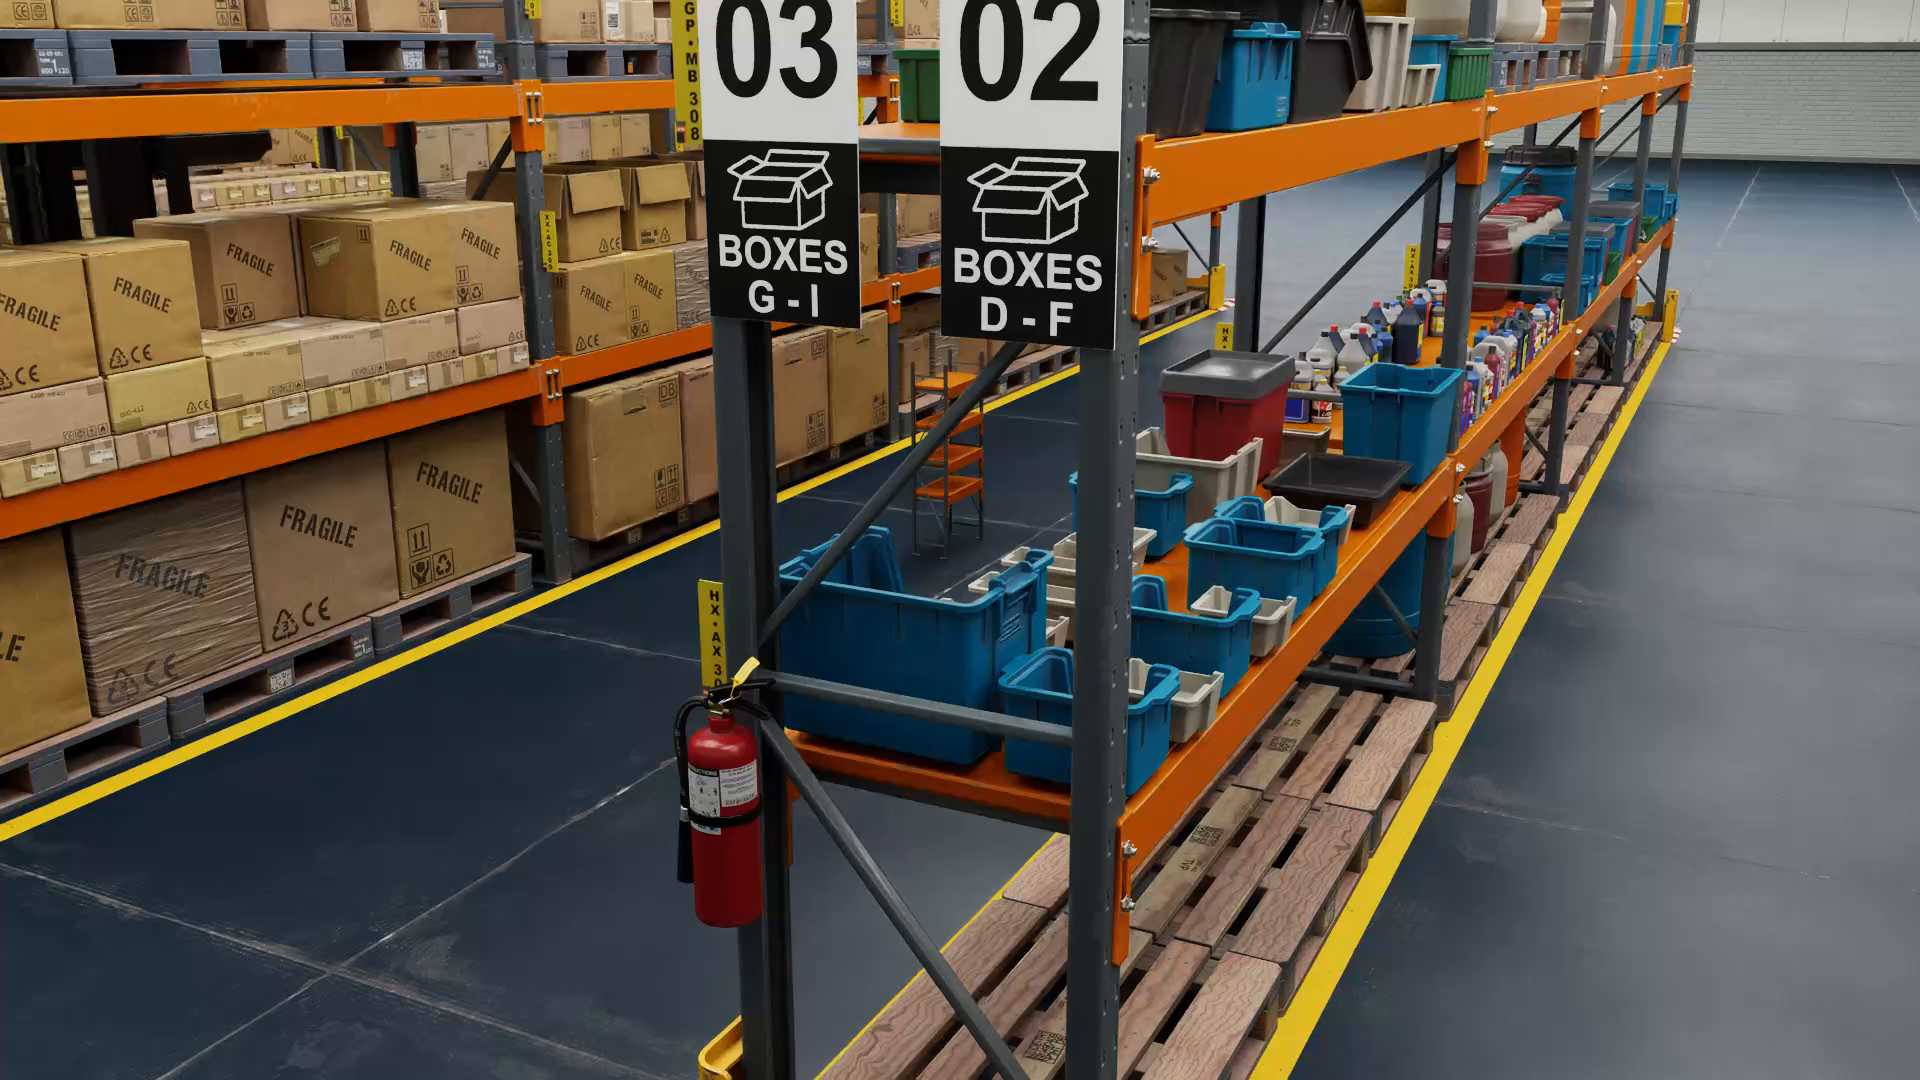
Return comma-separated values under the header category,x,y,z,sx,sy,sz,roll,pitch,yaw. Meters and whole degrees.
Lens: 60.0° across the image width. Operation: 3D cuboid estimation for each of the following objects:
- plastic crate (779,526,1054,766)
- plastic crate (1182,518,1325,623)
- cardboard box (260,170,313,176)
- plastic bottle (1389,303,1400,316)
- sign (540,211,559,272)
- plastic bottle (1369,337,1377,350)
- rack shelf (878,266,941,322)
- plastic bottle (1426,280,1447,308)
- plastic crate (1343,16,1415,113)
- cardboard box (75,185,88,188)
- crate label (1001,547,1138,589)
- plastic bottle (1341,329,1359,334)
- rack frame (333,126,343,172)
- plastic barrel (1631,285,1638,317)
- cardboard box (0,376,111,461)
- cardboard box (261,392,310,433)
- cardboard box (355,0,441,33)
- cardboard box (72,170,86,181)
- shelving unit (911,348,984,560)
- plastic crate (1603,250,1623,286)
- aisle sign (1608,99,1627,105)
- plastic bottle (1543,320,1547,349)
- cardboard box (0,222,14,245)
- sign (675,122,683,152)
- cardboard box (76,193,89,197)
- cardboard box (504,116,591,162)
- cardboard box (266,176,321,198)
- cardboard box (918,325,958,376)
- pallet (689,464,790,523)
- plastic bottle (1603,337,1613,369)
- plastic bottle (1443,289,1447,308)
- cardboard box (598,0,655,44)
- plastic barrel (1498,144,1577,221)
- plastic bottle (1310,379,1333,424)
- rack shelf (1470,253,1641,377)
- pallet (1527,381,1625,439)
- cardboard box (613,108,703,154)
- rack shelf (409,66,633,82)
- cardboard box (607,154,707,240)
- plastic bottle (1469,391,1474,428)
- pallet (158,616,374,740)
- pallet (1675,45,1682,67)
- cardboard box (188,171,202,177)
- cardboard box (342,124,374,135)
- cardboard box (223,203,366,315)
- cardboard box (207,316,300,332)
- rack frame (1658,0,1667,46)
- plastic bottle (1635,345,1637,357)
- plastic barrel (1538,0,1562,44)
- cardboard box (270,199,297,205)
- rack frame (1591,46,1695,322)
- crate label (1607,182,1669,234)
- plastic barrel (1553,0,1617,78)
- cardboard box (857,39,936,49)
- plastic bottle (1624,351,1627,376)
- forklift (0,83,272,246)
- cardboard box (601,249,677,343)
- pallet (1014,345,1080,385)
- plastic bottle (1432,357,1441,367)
category,x,y,z,sx,sy,sz,roll,pitch,yaw
plastic crate,-0.115,0.249,4.252,0.616,0.435,0.499,8,18,25
plastic crate,0.896,0.098,5.113,0.416,0.233,0.300,8,18,25
cardboard box,-5.843,-3.126,14.438,0.380,0.149,0.250,8,18,24
plastic bottle,2.506,-1.242,9.664,0.097,0.271,0.097,0,17,0
sign,-2.244,-1.628,9.079,0.100,0.325,0.005,8,18,25
plastic bottle,2.086,-0.906,8.532,0.097,0.271,0.097,0,17,0
rack shelf,-0.060,-2.429,14.698,1.077,0.370,4.000,8,18,25
plastic bottle,2.995,-1.506,10.544,0.152,0.276,0.135,8,18,25
plastic crate,1.169,-1.503,5.256,0.437,0.282,0.530,8,18,25
cardboard box,-6.662,-2.659,12.867,0.380,0.149,0.250,7,18,24
crate label,0.350,0.124,5.196,0.396,0.136,0.243,8,18,25
plastic bottle,2.026,-0.953,8.684,0.152,0.276,0.135,8,18,25
rack frame,-8.032,-4.544,20.556,1.000,3.000,0.127,8,18,25
plastic barrel,6.827,-2.503,17.317,0.421,0.512,0.421,0,17,0
cardboard box,-3.846,-0.519,6.743,0.500,0.250,0.500,8,18,25
cardboard box,-3.273,-0.614,7.764,0.380,0.149,0.250,8,19,26
cardboard box,-3.037,-2.774,8.238,0.700,0.500,0.500,7,18,22
cardboard box,-9.411,-4.002,17.296,0.500,0.500,0.500,8,18,24
shelving unit,-0.074,-0.533,10.212,0.258,1.200,0.503,8,18,25
plastic crate,4.739,-2.072,12.605,0.450,0.188,0.662,8,18,25
aisle sign,6.822,-4.974,17.437,0.394,0.787,0.004,8,18,25
plastic bottle,3.377,-1.222,9.718,0.097,0.201,0.097,0,17,0
cardboard box,-6.545,-2.168,11.736,0.380,0.149,0.250,8,19,26
sign,-3.068,-4.391,18.144,0.100,0.325,0.005,8,18,25
cardboard box,-6.309,-2.447,12.154,0.380,0.149,0.250,8,18,26
cardboard box,-4.229,-4.080,17.062,0.700,0.500,0.500,8,18,26
cardboard box,-5.502,-2.905,13.697,0.380,0.149,0.250,9,19,27
cardboard box,-0.436,-1.593,14.238,0.700,0.500,0.500,6,18,21
pallet,-1.919,-0.427,11.591,1.003,0.211,1.213,8,18,25
plastic bottle,5.824,-1.687,14.933,0.061,0.283,0.133,8,18,25
plastic bottle,3.131,-1.486,10.479,0.152,0.276,0.135,8,18,25
cardboard box,-2.170,-3.110,9.878,0.500,0.311,0.500,7,18,23
plastic barrel,4.821,-2.834,13.916,0.600,0.901,0.708,8,18,25
plastic bottle,1.697,-0.651,7.796,0.097,0.201,0.097,0,17,0
rack shelf,4.371,-1.799,12.576,1.077,0.370,4.000,8,18,25
pallet,4.949,-1.112,13.896,1.003,0.211,1.213,8,18,25
cardboard box,-3.363,-4.619,18.649,0.875,0.550,0.550,8,18,25
rack shelf,-4.452,-4.524,16.482,1.077,0.370,4.000,8,18,25
cardboard box,-1.882,-2.272,10.968,0.797,0.503,0.637,9,19,27
plastic bottle,2.331,-0.625,7.710,0.097,0.201,0.097,0,17,0
pallet,-3.695,0.587,8.178,1.003,0.211,1.213,8,18,25
pallet,6.595,-4.821,16.552,1.003,0.211,1.213,8,18,25
cardboard box,-8.742,-4.071,18.666,0.380,0.149,0.250,9,19,27
cardboard box,-7.641,-5.299,20.641,0.700,0.500,0.500,8,18,25
cardboard box,-3.411,-1.462,8.602,0.500,0.500,0.500,8,18,25
cardboard box,-3.638,-0.971,8.267,0.500,0.250,0.500,9,19,27
rack frame,5.265,-5.529,13.335,1.000,3.000,0.127,8,18,25
plastic bottle,6.229,-1.793,15.434,0.097,0.201,0.097,0,17,0
plastic barrel,3.221,-3.335,9.725,0.600,0.830,0.708,8,18,25
cardboard box,-5.618,-2.699,13.523,0.380,0.149,0.250,8,18,25
rack frame,7.052,-3.672,17.620,1.000,3.000,0.127,8,18,25
crate label,6.472,-3.186,15.920,0.502,0.435,0.616,8,18,25
plastic barrel,3.890,-3.166,10.451,0.421,0.512,0.421,0,17,0
cardboard box,-0.516,-3.718,12.769,0.500,0.250,0.500,8,19,26
plastic bottle,5.799,-1.582,14.601,0.097,0.271,0.097,0,17,0
forklift,-4.921,-1.487,10.383,1.130,2.935,3.031,8,18,25
cardboard box,-2.088,-1.507,10.155,0.500,0.500,0.500,8,18,25
pallet,0.487,-1.748,16.039,1.003,0.211,1.213,8,18,25
plastic bottle,2.155,-0.651,7.533,0.144,0.351,0.185,8,18,25
